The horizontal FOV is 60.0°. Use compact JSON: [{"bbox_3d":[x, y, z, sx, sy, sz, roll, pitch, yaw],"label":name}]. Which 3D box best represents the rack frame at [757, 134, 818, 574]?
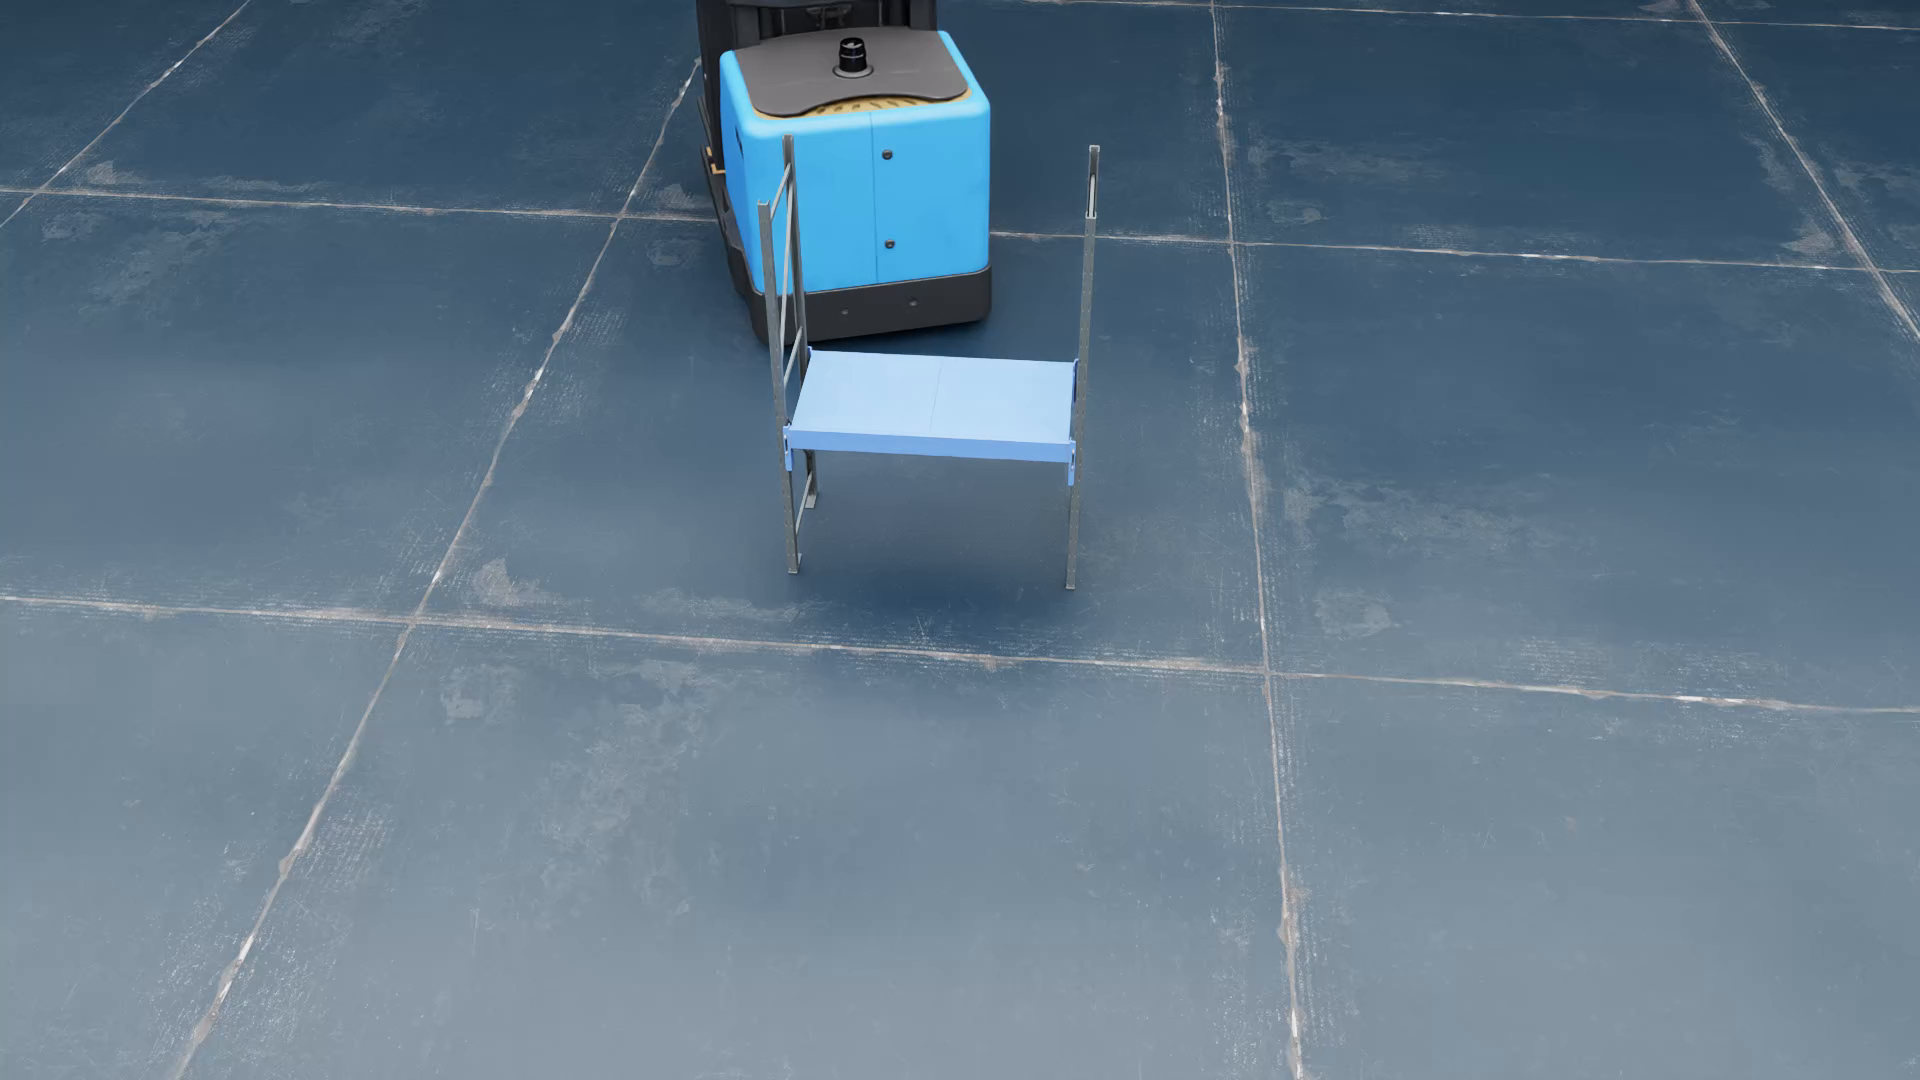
[{"bbox_3d":[-0.591,-0.614,5.816,0.032,1.500,0.500,3,39,4],"label":"rack frame"}]

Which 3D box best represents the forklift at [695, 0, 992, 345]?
[{"bbox_3d":[-0.703,-2.911,7.504,1.130,2.935,3.031,-9,40,-10],"label":"forklift"}]

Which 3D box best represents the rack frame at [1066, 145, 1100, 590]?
[{"bbox_3d":[0.421,-0.559,5.748,0.032,1.500,0.500,3,39,4],"label":"rack frame"}]

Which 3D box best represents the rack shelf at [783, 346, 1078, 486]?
[{"bbox_3d":[-0.085,-0.447,5.896,1.000,0.185,0.538,3,39,4],"label":"rack shelf"}]

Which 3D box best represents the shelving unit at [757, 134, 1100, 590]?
[{"bbox_3d":[-0.085,-0.586,5.782,1.048,1.500,0.538,3,39,4],"label":"shelving unit"}]
